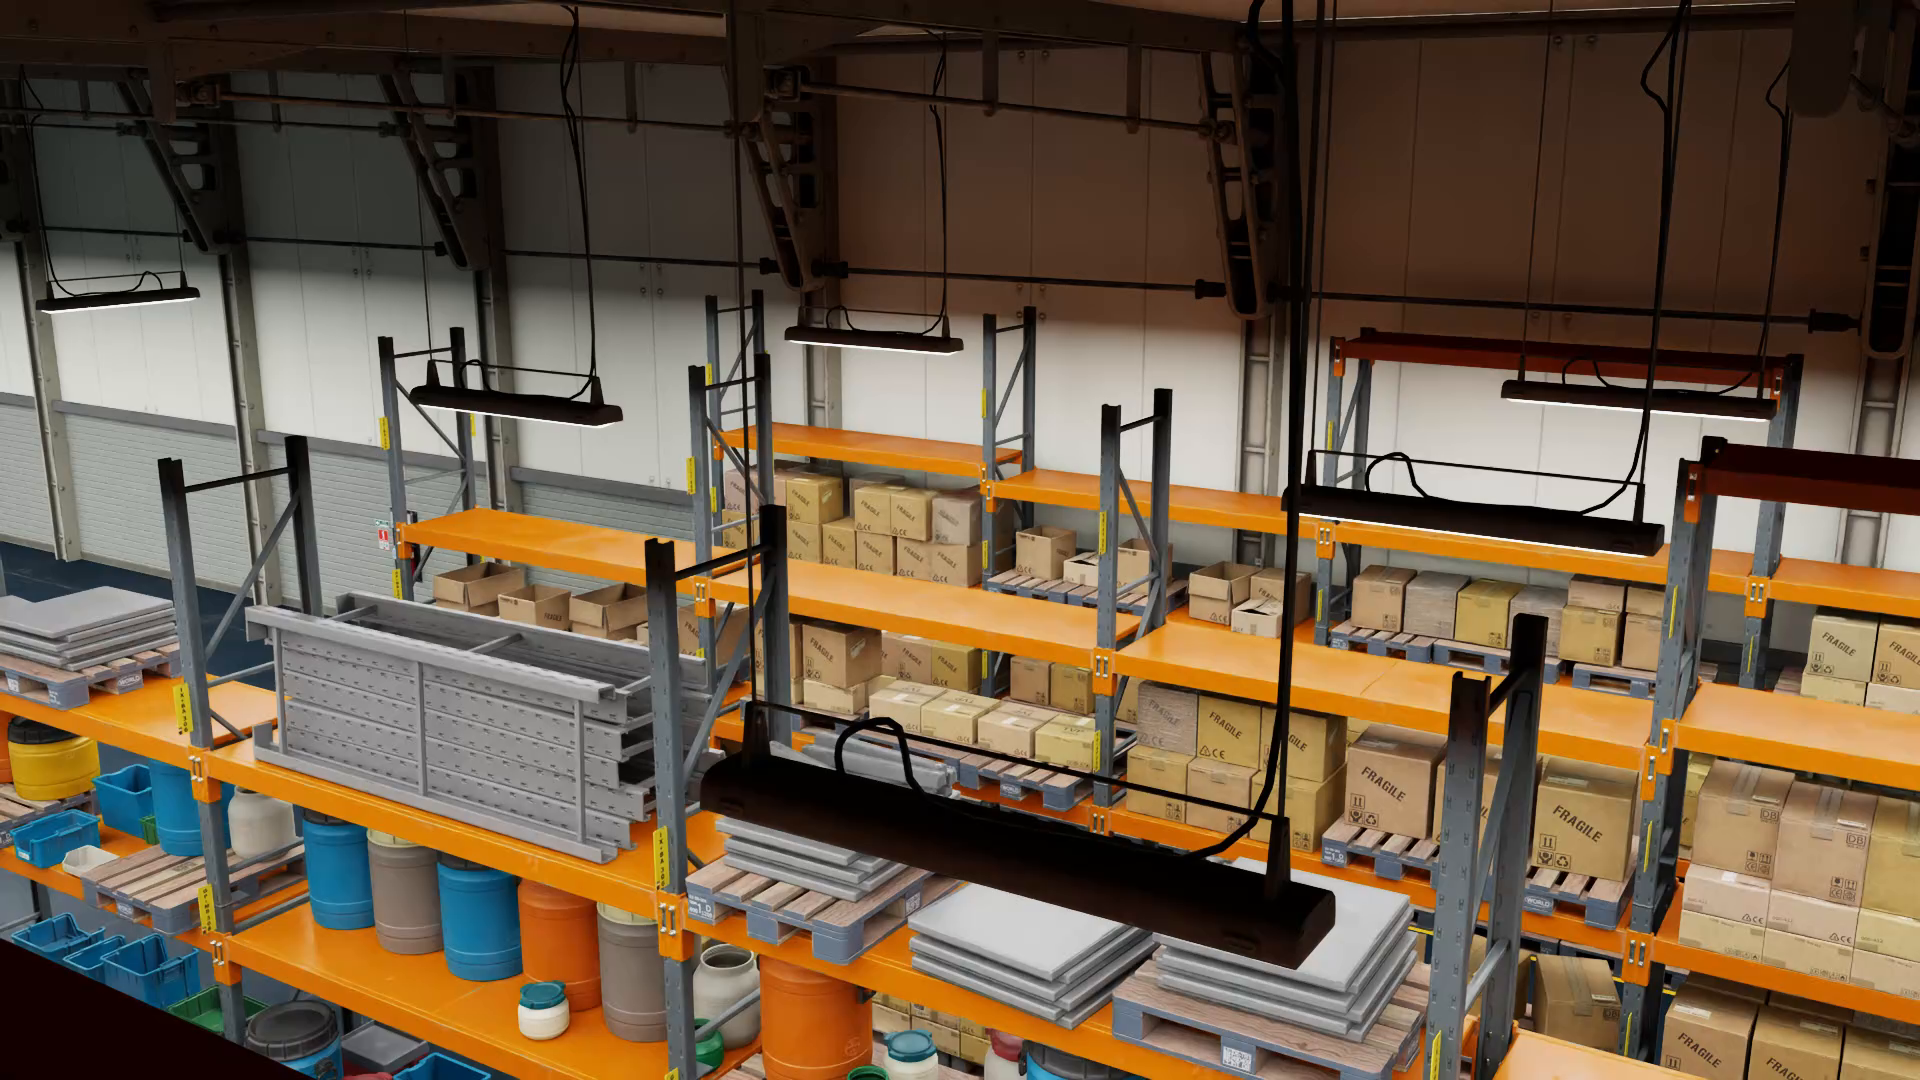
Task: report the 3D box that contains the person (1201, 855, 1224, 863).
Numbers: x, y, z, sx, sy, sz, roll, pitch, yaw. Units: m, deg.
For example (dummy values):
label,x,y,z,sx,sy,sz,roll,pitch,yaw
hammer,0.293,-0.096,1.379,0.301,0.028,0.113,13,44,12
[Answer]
label,x,y,z,sx,sy,sz,roll,pitch,yaw
person,2.362,3.613,15.156,0.729,1.681,0.704,12,18,40
